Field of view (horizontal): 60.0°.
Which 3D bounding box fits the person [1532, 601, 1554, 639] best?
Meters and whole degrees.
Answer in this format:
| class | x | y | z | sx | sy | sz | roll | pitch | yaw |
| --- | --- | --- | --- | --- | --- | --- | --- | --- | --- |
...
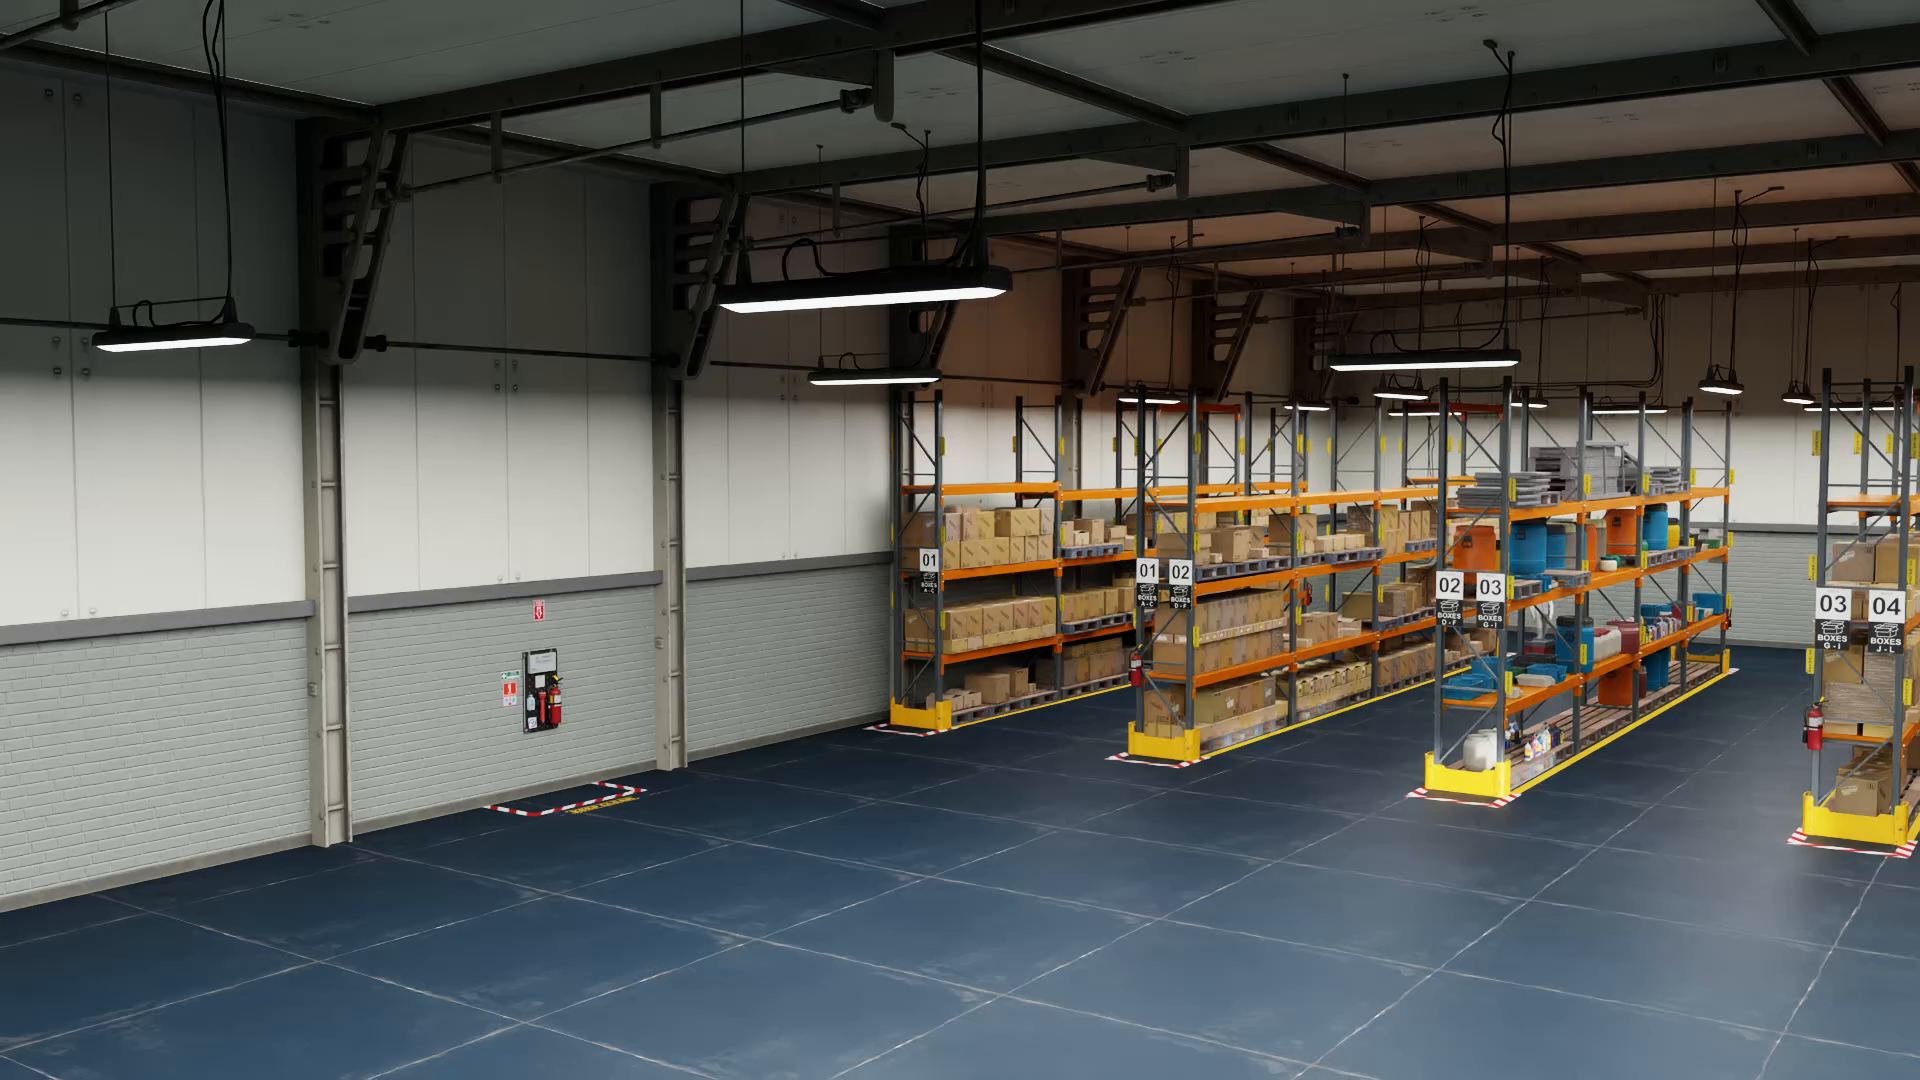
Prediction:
| class | x | y | z | sx | sy | sz | roll | pitch | yaw |
| --- | --- | --- | --- | --- | --- | --- | --- | --- | --- |
| person | 14.499 | 1.841 | 41.373 | 0.478 | 1.613 | 1.081 | 1 | 3 | 10 |
